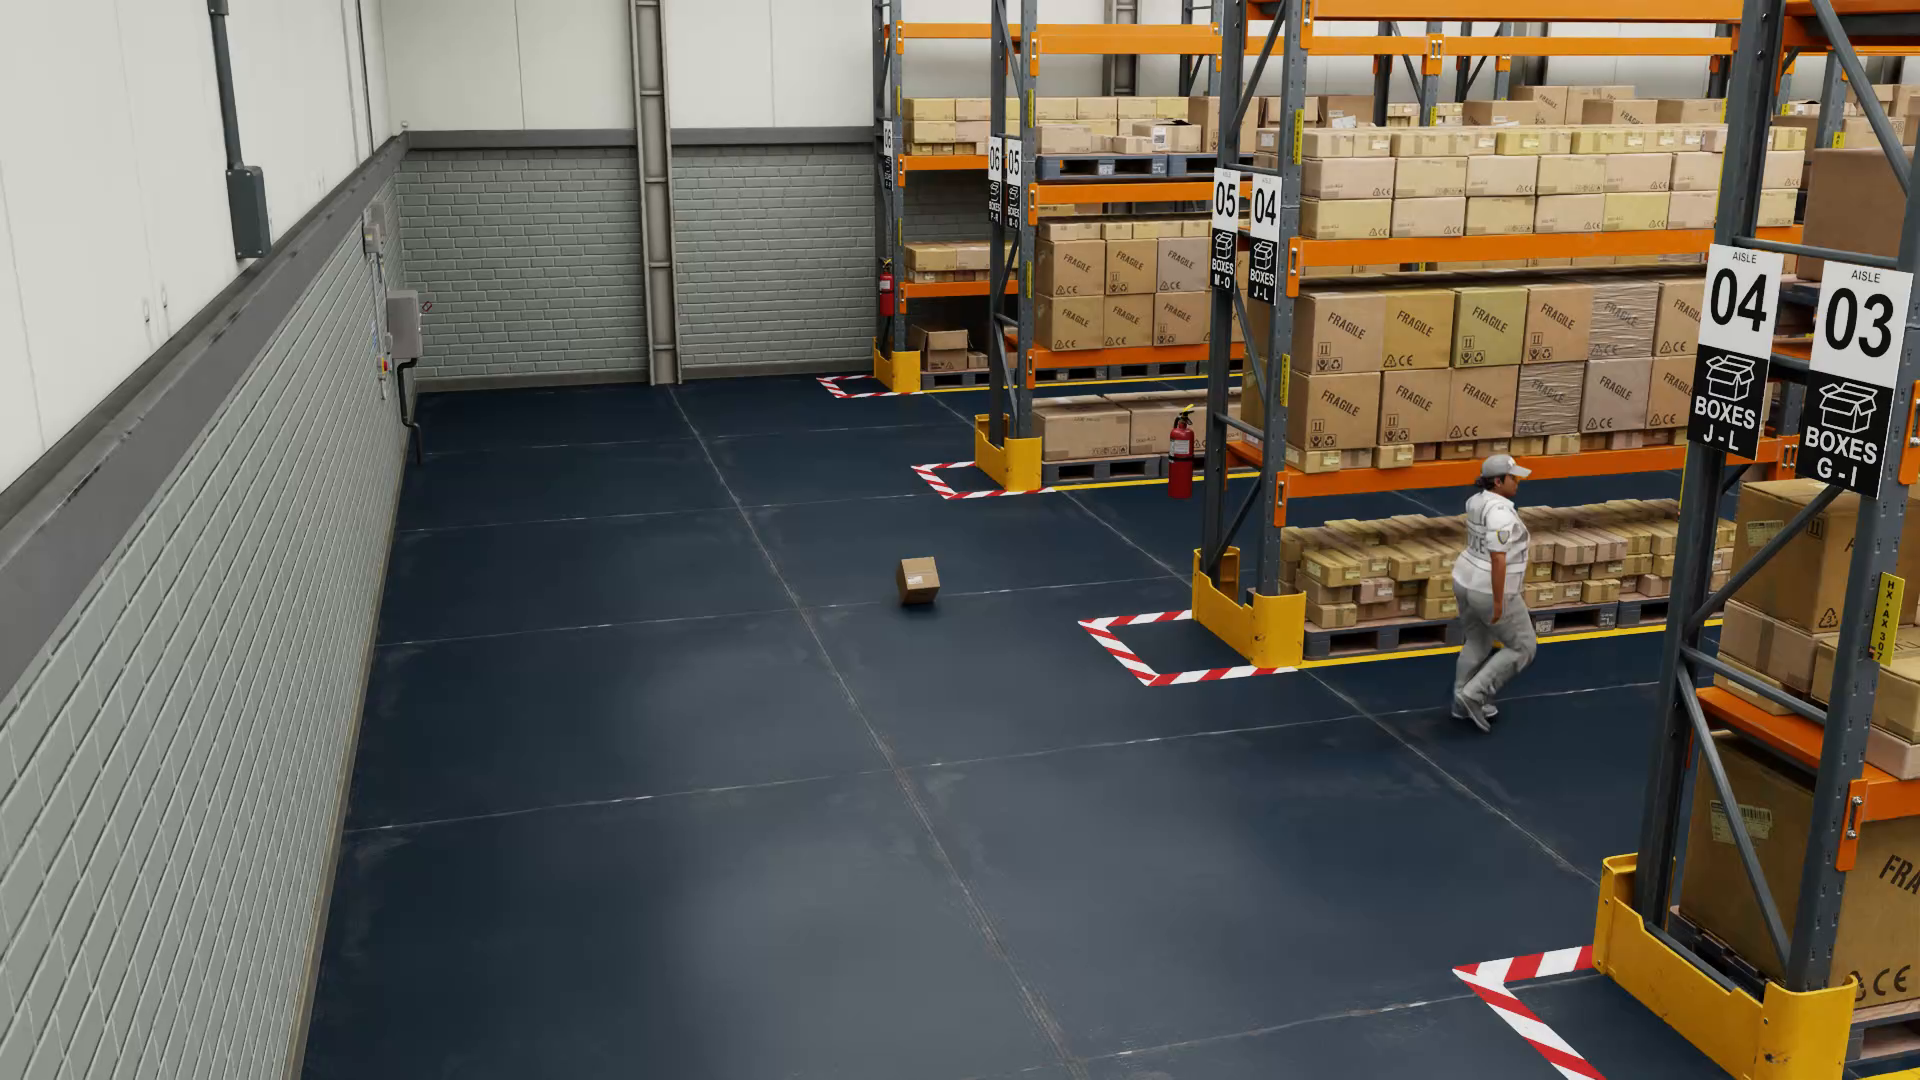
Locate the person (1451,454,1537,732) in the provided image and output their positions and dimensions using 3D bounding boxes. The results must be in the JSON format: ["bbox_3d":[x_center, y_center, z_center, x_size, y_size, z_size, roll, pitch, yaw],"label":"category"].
[{"bbox_3d":[3.157,0.303,9.903,0.433,1.660,0.489,-2,16,-7],"label":"person"}]
